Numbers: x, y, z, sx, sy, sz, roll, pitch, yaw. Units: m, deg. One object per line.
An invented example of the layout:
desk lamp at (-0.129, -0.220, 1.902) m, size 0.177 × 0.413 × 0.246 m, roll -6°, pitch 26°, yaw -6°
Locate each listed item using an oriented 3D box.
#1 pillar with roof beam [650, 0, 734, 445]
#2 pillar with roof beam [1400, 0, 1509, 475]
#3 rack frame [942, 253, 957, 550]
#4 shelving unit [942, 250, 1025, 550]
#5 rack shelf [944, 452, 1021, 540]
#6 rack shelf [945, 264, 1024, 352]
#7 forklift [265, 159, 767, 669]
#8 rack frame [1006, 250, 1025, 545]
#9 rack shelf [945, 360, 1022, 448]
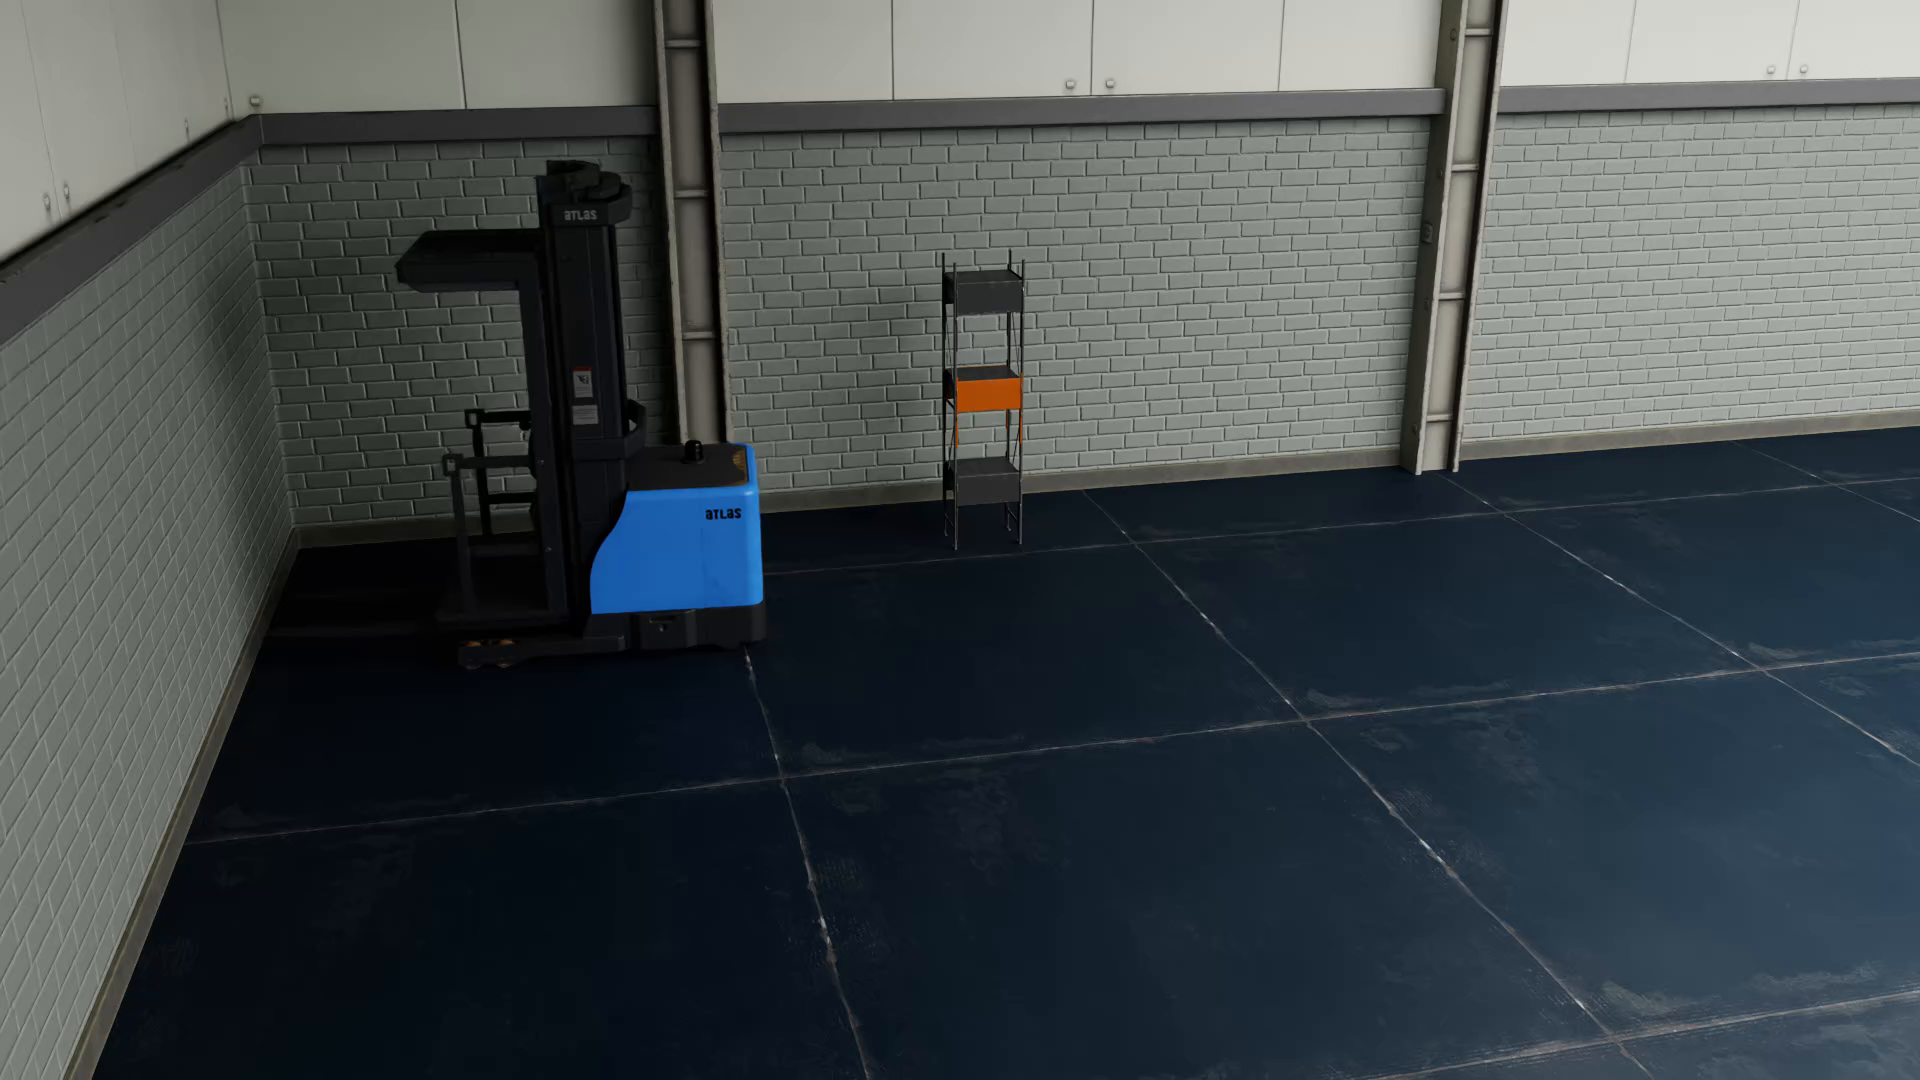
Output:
pillar with roof beam at (-0.916, -2.917, 7.195) m, size 0.400 × 9.000 × 9.100 m, roll -5°, pitch 21°, yaw -12°
pillar with roof beam at (4.923, -3.392, 8.491) m, size 0.400 × 9.000 × 9.100 m, roll -5°, pitch 21°, yaw -12°
rack frame at (-0.076, -0.980, 11.936) m, size 0.015 × 2.100 × 0.400 m, roll -5°, pitch 21°, yaw -12°
shelving unit at (0.161, -0.999, 11.989) m, size 0.503 × 2.100 × 0.431 m, roll -5°, pitch 21°, yaw -12°
rack shelf at (0.161, -0.329, 12.235) m, size 0.480 × 0.518 × 0.431 m, roll -5°, pitch 21°, yaw -12°
rack shelf at (0.161, -1.644, 11.753) m, size 0.480 × 0.518 × 0.431 m, roll -5°, pitch 21°, yaw -12°
forklift at (-2.775, -0.781, 10.186) m, size 3.031 × 2.935 × 1.130 m, roll -3°, pitch 20°, yaw -8°
rack frame at (0.399, -1.018, 12.042) m, size 0.015 × 2.100 × 0.400 m, roll -5°, pitch 21°, yaw -12°
rack shelf at (0.161, -0.986, 11.994) m, size 0.480 × 0.518 × 0.431 m, roll -5°, pitch 21°, yaw -12°
